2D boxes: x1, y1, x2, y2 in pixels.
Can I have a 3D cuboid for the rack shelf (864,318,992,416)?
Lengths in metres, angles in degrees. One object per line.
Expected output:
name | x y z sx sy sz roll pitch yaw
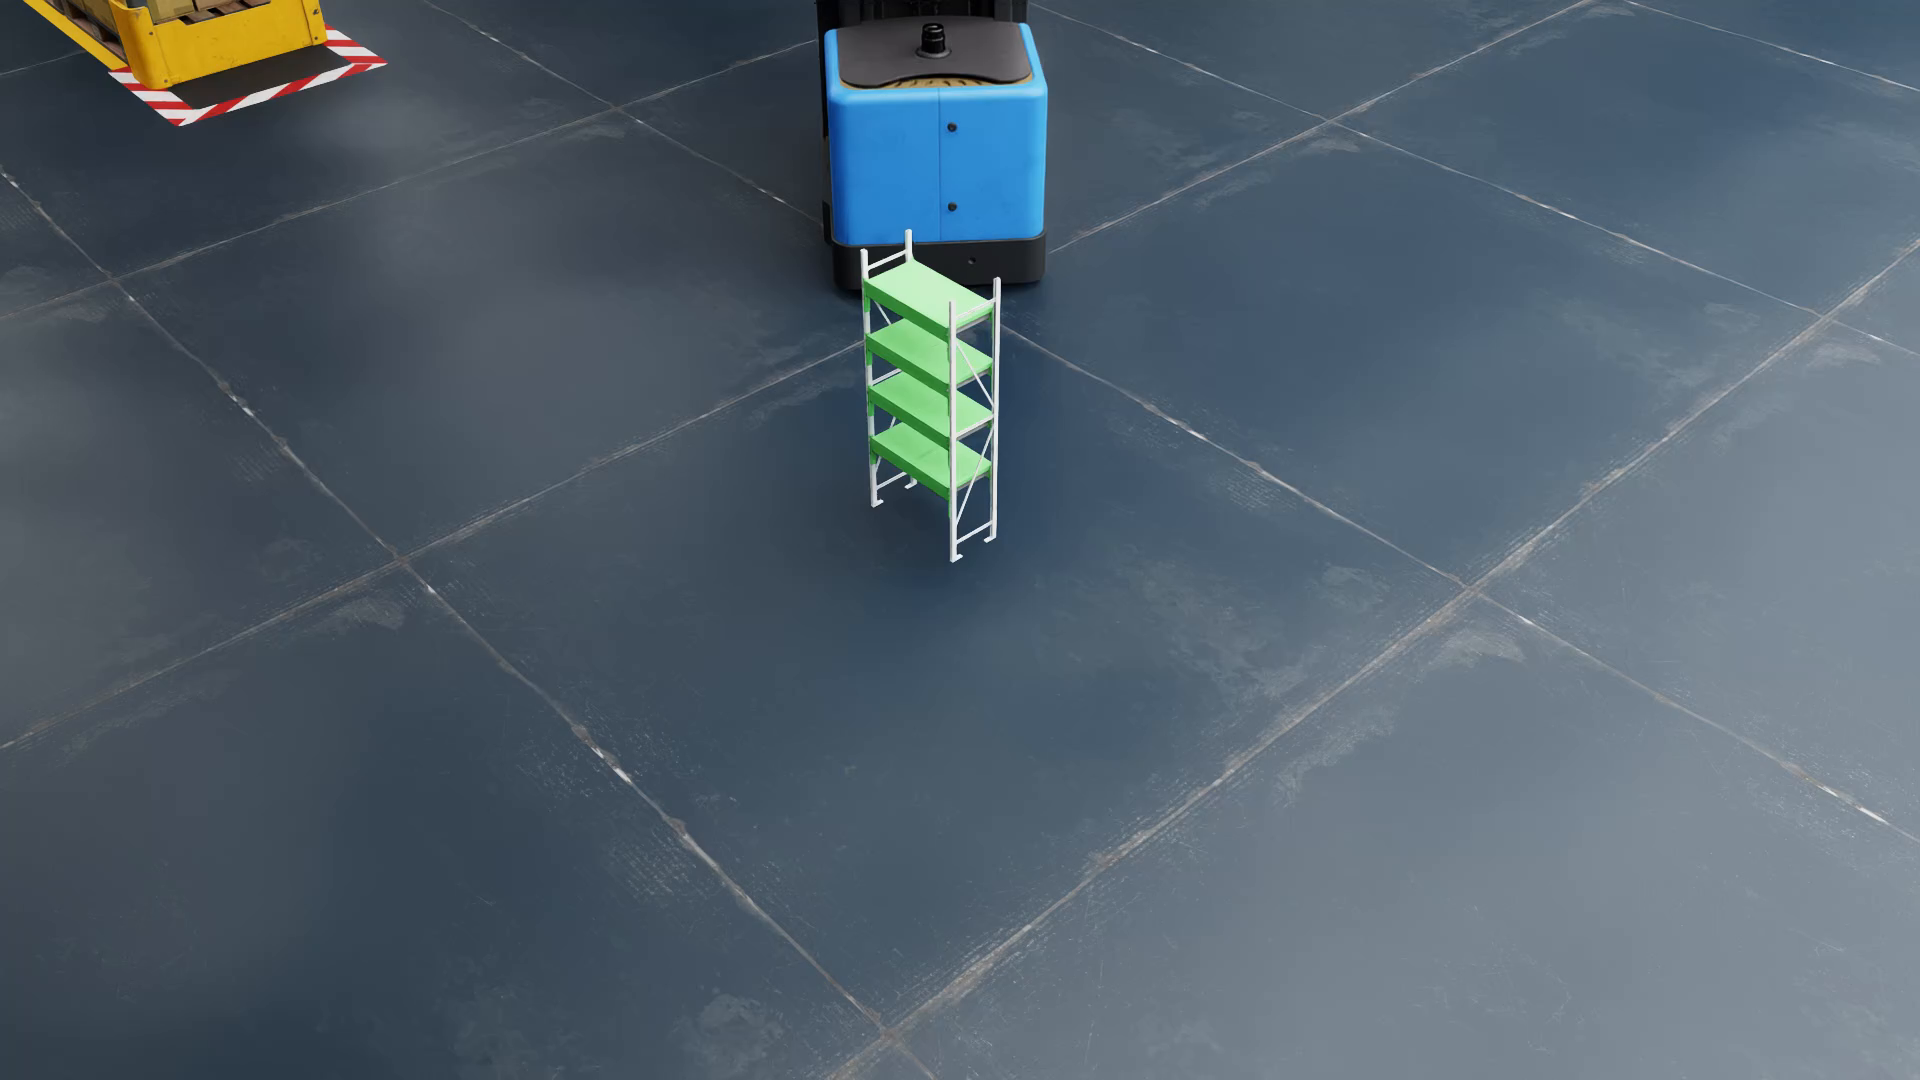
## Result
rack shelf | -0.112 -0.680 6.357 0.258 0.148 0.480 -30 48 -32

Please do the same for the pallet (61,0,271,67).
pallet | -5.173 -3.489 10.902 1.003 0.211 1.213 -30 48 -32

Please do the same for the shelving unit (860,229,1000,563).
shelving unit | -0.112 -0.543 6.468 0.258 1.200 0.503 -30 48 -32

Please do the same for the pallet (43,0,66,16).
pallet | -5.994 -4.054 11.601 1.003 0.211 1.213 -30 48 -32

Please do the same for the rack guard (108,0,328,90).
rack guard | -4.609 -3.255 10.382 1.175 0.500 0.348 -30 48 -32

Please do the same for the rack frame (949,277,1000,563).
rack frame | 0.053 -0.430 6.328 0.240 1.200 0.015 -30 48 -32

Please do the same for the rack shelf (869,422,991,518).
rack shelf | -0.112 -0.307 6.659 0.258 0.148 0.480 -30 48 -32

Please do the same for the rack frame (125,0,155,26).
rack frame | -4.625 -4.238 9.610 1.000 3.000 0.127 -30 48 -32

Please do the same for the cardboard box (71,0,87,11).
cardboard box | -5.553 -3.681 10.774 0.500 0.250 0.500 -30 48 -32

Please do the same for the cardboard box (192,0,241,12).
cardboard box | -4.824 -3.675 10.767 0.500 0.250 0.500 -30 48 -32

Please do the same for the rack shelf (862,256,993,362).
rack shelf | -0.112 -0.867 6.206 0.258 0.148 0.480 -30 48 -32

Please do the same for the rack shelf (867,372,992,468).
rack shelf | -0.112 -0.494 6.508 0.258 0.148 0.480 -30 48 -32

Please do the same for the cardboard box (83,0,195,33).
cardboard box | -5.206 -3.454 10.494 0.500 0.250 0.500 -30 48 -32

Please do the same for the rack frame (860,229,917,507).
rack frame | -0.277 -0.656 6.608 0.240 1.200 0.015 -30 48 -32

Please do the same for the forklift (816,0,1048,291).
forklift | -0.217 -3.276 8.473 1.130 2.935 3.031 -3 39 -4
